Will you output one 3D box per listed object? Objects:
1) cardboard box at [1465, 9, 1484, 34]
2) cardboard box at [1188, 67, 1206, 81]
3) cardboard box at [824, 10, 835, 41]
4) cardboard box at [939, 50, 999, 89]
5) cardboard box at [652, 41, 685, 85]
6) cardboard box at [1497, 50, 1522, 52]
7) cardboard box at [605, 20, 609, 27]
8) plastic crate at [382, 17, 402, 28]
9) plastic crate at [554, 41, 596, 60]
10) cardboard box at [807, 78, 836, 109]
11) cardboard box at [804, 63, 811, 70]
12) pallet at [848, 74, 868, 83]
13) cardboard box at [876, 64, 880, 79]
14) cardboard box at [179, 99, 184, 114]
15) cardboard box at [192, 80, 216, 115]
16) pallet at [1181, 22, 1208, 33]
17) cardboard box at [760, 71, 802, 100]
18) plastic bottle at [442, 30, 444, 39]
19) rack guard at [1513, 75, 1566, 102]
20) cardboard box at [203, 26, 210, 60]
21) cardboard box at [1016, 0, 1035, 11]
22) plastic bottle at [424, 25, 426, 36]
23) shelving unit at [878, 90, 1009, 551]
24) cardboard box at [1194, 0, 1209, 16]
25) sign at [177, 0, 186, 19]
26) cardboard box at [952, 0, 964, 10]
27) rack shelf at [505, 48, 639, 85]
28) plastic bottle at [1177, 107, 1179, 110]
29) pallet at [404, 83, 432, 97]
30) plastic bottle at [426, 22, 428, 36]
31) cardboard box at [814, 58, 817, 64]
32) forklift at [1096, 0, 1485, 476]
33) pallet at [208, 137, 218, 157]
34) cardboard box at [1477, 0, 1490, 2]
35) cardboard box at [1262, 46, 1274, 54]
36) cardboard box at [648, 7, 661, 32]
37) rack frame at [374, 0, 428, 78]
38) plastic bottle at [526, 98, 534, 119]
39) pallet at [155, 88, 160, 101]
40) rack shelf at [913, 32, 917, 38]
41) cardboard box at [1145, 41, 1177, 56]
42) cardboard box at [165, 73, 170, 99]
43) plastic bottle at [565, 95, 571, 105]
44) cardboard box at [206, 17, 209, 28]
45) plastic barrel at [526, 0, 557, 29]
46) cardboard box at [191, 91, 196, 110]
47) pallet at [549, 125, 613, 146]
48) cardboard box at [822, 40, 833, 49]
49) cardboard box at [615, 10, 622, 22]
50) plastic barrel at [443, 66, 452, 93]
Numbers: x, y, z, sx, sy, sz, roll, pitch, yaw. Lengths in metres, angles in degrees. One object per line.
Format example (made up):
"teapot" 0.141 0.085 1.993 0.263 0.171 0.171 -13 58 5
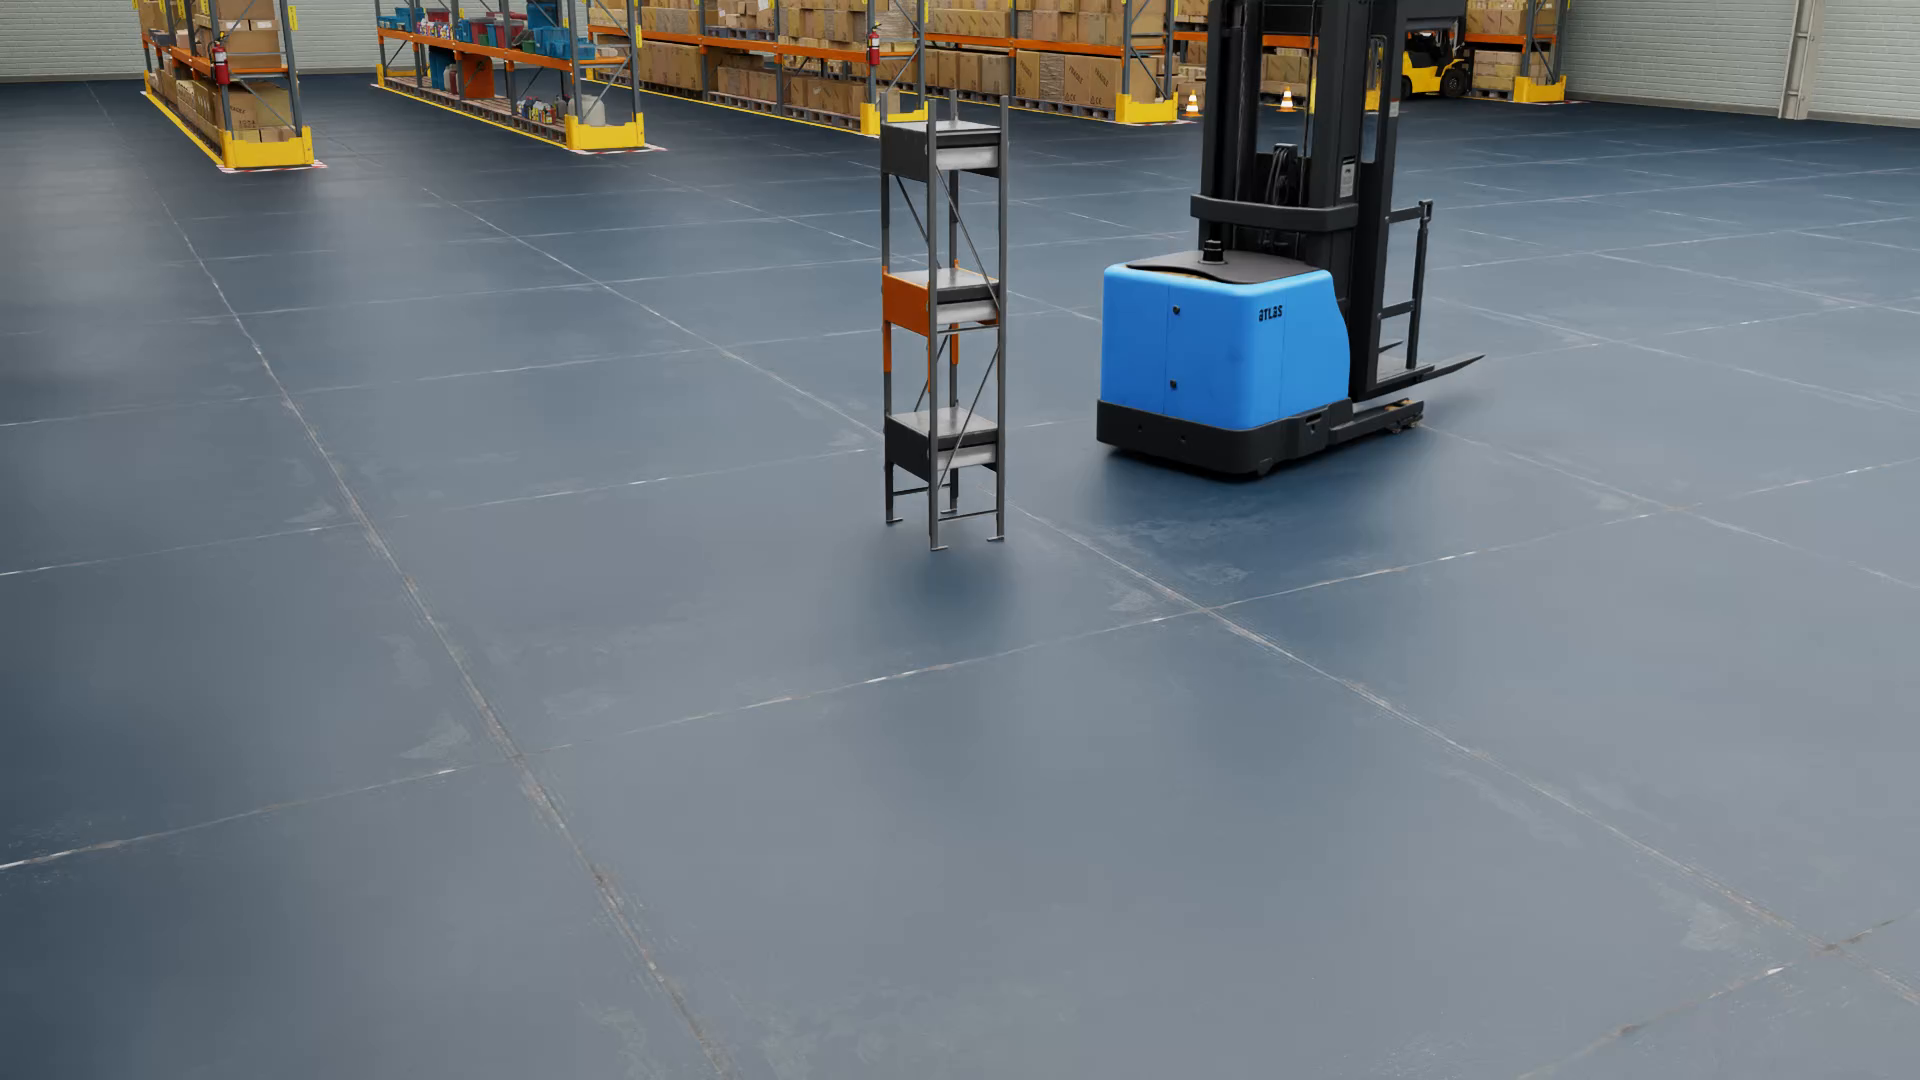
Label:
"cardboard box" 11.088 -11.015 35.302 0.500 0.500 0.500 -10 22 -28
"cardboard box" 5.517 -10.055 36.057 0.950 0.372 0.625 -10 21 -26
"cardboard box" -1.833 -8.890 28.688 0.875 0.500 0.500 -10 21 -27
"cardboard box" 0.189 -9.997 35.309 1.050 0.750 0.750 -10 21 -26
"cardboard box" -6.005 -10.467 36.480 1.225 0.875 0.875 -11 22 -29
"cardboard box" 11.732 -10.252 35.281 0.500 0.250 0.500 -10 21 -27
"cardboard box" -8.160 -12.218 39.325 0.380 0.149 0.250 -10 22 -27
"plastic crate" -12.870 -11.730 37.690 0.416 0.233 0.300 -10 21 -27
"plastic crate" -5.913 -7.525 25.569 0.499 0.251 0.616 -10 21 -27
"cardboard box" -2.520 -8.146 30.329 0.500 0.500 0.500 -3 19 -9
"cardboard box" -3.679 -11.882 41.694 0.380 0.149 0.250 -11 22 -29
"pallet" -1.968 -10.908 39.419 1.003 0.211 1.213 -10 21 -27
"cardboard box" -1.708 -10.913 38.347 0.500 0.500 0.500 -10 21 -26
"cardboard box" -13.343 -7.587 29.092 0.500 0.250 0.500 -11 22 -28
"cardboard box" -11.728 -6.952 26.101 0.500 0.500 0.500 -10 21 -27
"pallet" 5.534 -11.100 35.994 1.003 0.211 1.213 -10 21 -27
"cardboard box" -3.436 -8.759 32.075 0.700 0.500 0.500 -10 21 -27
"plastic bottle" -10.158 -9.993 32.796 0.097 0.201 0.097 0 19 0
"rack guard" 12.046 -9.382 34.553 1.175 0.500 0.348 -10 21 -27
"cardboard box" -11.200 -7.651 25.551 0.700 0.500 0.500 -10 22 -27
"cardboard box" 1.605 -10.623 32.433 0.875 0.550 0.550 -10 21 -27
"plastic bottle" -10.975 -10.487 34.228 0.097 0.201 0.097 0 19 0
"shelving unit" -0.079 -1.040 7.927 0.431 2.100 0.503 -10 21 -27
"cardboard box" 5.347 -11.432 35.410 0.500 0.500 0.500 -10 22 -28
"sign" -12.146 -8.303 25.942 0.100 0.325 0.005 -10 21 -27
"cardboard box" 0.252 -11.399 34.880 0.700 0.500 0.500 -10 22 -27
"rack shelf" -6.362 -7.732 27.044 1.077 0.370 4.000 -10 21 -27
"plastic bottle" 4.127 -8.430 32.469 0.283 0.061 0.133 16 25 39
"pallet" -11.494 -9.830 36.295 1.003 0.211 1.213 -10 21 -27
"plastic bottle" -10.890 -10.461 34.029 0.061 0.283 0.133 -10 21 -27
"cardboard box" -3.420 -11.953 41.442 0.380 0.149 0.250 -9 21 -24
"forklift" 2.179 -2.130 9.811 1.130 2.935 3.031 18 26 42
"pallet" -10.749 -5.977 25.128 1.003 0.211 1.213 -10 21 -27
"cardboard box" 11.112 -11.412 35.002 0.380 0.149 0.250 -9 21 -25
"cardboard box" 6.194 -10.028 34.021 0.380 0.149 0.250 -9 21 -24
"cardboard box" -6.514 -11.442 36.540 0.500 0.500 0.500 -10 21 -27
"rack frame" -13.010 -12.091 38.573 1.000 3.000 0.127 -10 21 -27
"plastic bottle" -7.204 -7.252 27.936 0.144 0.351 0.185 -11 22 -29
"pallet" -16.380 -9.406 35.068 1.003 0.211 1.213 -10 21 -27
"rack shelf" -1.389 -11.535 38.065 1.077 0.370 4.000 -10 21 -27
"cardboard box" 5.508 -13.440 45.672 0.700 0.500 0.500 -11 22 -29
"cardboard box" -14.963 -8.730 31.991 0.500 0.500 0.500 -10 21 -26
"plastic bottle" -6.661 -7.407 28.384 0.144 0.351 0.185 -11 22 -29
"cardboard box" -10.861 -7.611 24.442 0.380 0.149 0.250 -10 22 -27
"plastic barrel" -7.229 -9.041 28.966 0.600 0.901 0.708 -10 21 -27
"cardboard box" -12.118 -7.116 26.866 0.500 0.311 0.500 -10 21 -27
"pallet" -5.871 -6.428 26.438 1.003 0.211 1.213 -10 21 -27
"cardboard box" -2.175 -8.611 28.872 0.380 0.149 0.250 -10 21 -27
"cardboard box" -7.683 -12.161 38.548 0.500 0.250 0.500 -10 21 -26
"plastic barrel" -10.342 -9.427 34.024 0.421 0.512 0.421 0 19 0
